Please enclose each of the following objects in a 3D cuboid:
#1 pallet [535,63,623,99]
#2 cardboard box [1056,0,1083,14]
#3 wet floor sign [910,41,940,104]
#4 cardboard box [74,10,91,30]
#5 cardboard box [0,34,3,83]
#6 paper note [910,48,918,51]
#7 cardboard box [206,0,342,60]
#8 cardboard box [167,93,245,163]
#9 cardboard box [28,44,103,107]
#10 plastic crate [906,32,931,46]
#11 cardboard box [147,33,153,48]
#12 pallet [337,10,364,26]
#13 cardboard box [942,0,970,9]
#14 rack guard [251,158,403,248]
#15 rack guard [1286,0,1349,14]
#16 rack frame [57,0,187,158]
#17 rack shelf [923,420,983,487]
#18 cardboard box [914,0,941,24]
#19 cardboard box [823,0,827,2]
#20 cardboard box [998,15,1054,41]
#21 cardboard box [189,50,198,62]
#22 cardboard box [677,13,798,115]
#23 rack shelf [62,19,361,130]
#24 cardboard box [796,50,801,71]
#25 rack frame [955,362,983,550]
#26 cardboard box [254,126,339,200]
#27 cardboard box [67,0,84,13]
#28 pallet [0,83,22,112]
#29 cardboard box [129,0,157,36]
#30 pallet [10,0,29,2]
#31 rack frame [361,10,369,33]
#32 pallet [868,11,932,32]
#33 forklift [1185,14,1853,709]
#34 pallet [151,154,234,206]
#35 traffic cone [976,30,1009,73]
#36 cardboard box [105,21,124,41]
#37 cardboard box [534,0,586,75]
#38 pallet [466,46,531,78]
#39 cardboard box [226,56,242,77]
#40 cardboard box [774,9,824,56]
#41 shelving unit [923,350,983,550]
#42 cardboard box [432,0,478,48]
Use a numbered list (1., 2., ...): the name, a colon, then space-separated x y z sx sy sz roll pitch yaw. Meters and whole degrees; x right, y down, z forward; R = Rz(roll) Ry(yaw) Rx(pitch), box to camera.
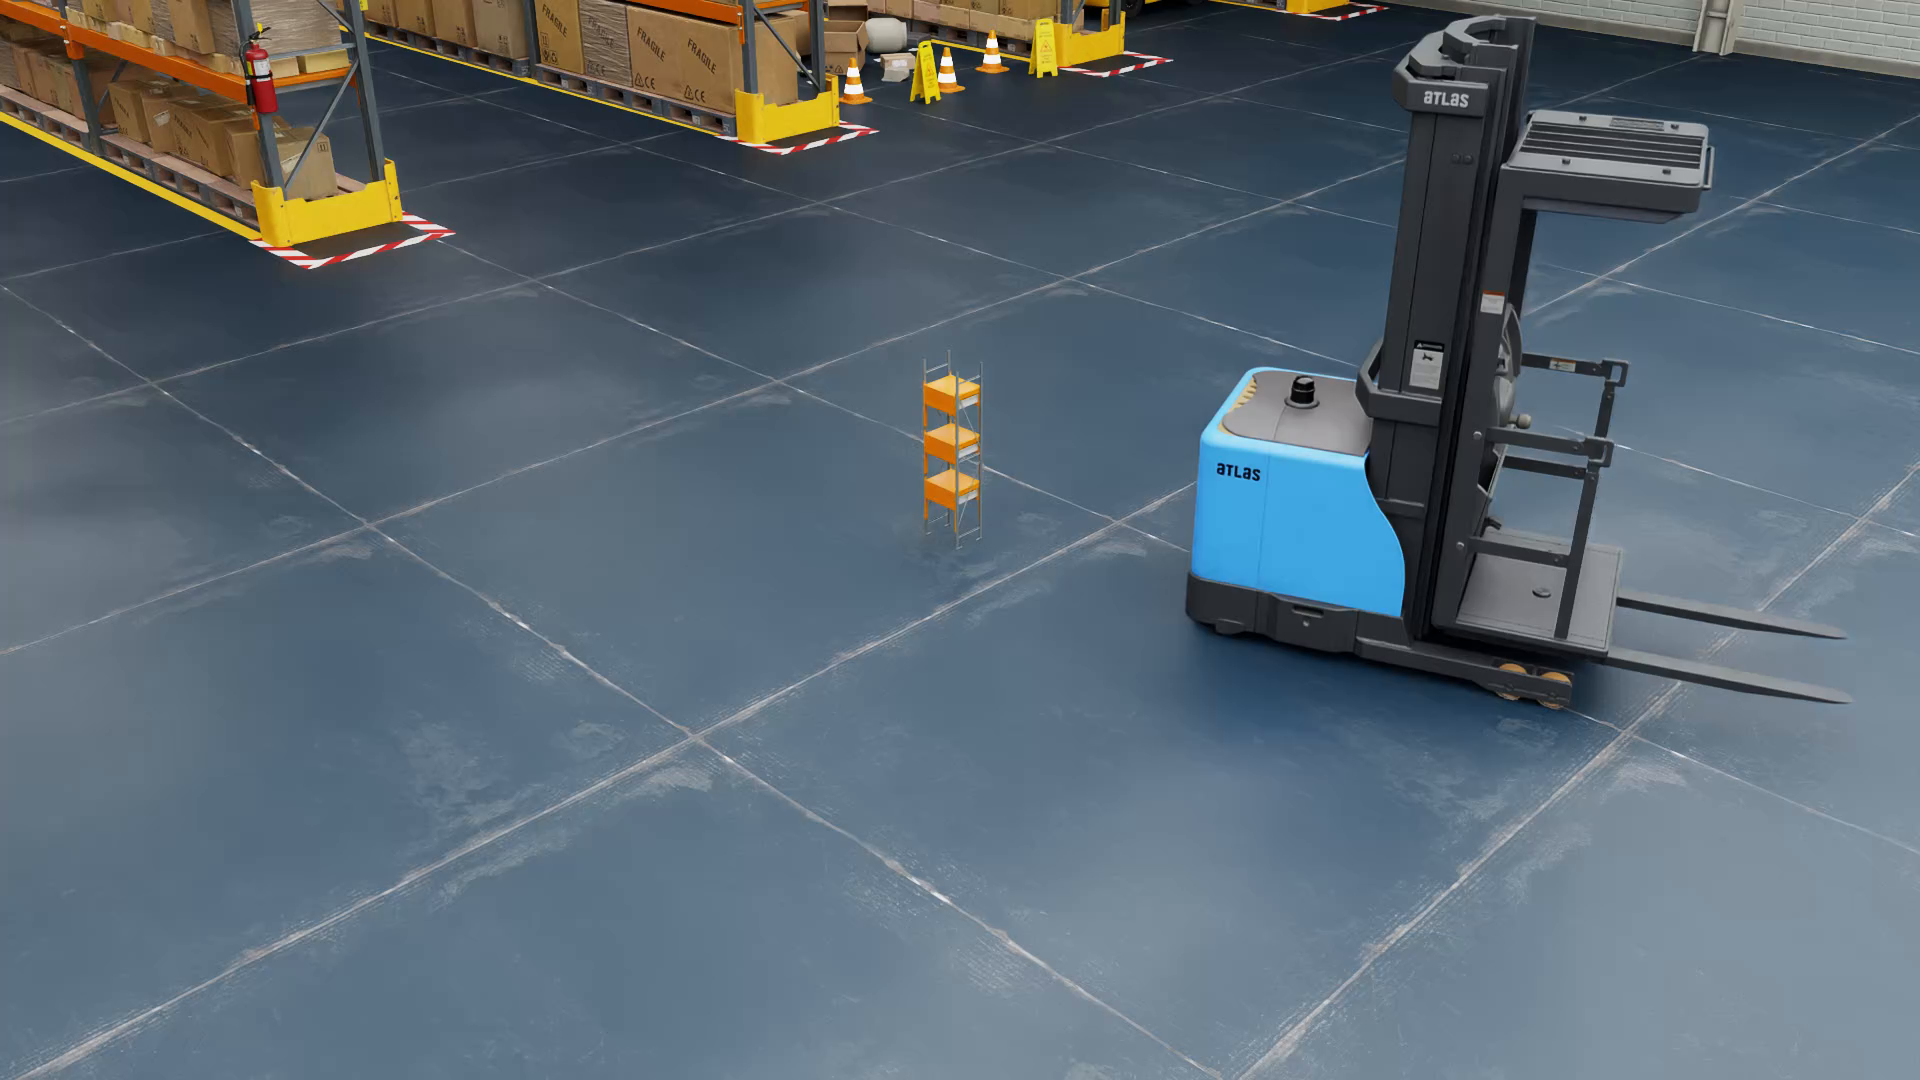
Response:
1. pallet: -4.163 -5.395 19.284 1.213 0.211 1.003 25 36 38
2. cardboard box: 1.202 -6.937 20.918 0.500 0.500 0.500 23 36 37
3. wet floor sign: -0.389 -5.204 18.454 0.232 0.644 0.267 18 33 30
4. cardboard box: -8.088 -4.923 15.660 0.250 0.149 0.380 25 36 38
5. cardboard box: -10.560 -5.472 18.647 0.500 0.500 0.700 22 35 36
6. paper note: -0.557 -6.207 21.021 0.148 0.019 0.142 12 30 22
7. cardboard box: -5.720 -4.350 13.872 0.500 0.500 0.875 25 36 38
8. cardboard box: -7.031 -3.865 15.613 0.500 0.500 0.500 21 34 34
9. cardboard box: -9.348 -4.931 17.617 0.500 0.500 0.700 21 34 34
10. plastic crate: -0.707 -6.503 21.531 0.583 0.080 0.402 12 30 22
11. cardboard box: -6.968 -4.458 14.775 0.250 0.149 0.380 25 36 38
12. pallet: -8.059 -7.230 22.773 1.213 0.211 1.003 25 36 38
13. cardboard box: 0.117 -7.086 21.200 0.500 0.500 0.500 24 36 37
14. rack guard: -5.402 -2.904 14.235 0.348 0.500 1.175 25 36 38
15. rack guard: 5.095 -7.808 23.563 0.348 0.500 1.175 25 36 38
16. rack frame: -8.200 -5.290 16.088 0.127 3.000 1.000 25 36 38
17. rack shelf: -0.038 -0.473 9.044 0.240 0.259 0.215 25 36 38
18. cardboard box: -0.252 -6.923 21.697 0.500 0.250 0.500 24 36 38
19. cardboard box: -1.628 -7.772 23.181 0.950 0.372 0.625 -25 37 -39
20. cardboard box: 0.818 -6.425 20.750 0.500 0.250 0.500 24 36 38
21. cardboard box: -6.404 -4.227 14.336 0.250 0.149 0.380 25 36 38
22. cardboard box: -2.328 -5.043 17.450 0.875 0.875 0.875 25 37 39
23. rack shelf: -6.773 -4.319 15.015 4.000 0.370 1.077 25 36 38
24. cardboard box: -2.133 -5.744 19.888 0.396 0.266 0.258 -18 33 -31
25. rack frame: 0.049 -0.442 8.963 0.008 1.050 0.200 25 36 38
26. cardboard box: -5.781 -3.274 14.488 0.500 0.500 0.500 -18 33 -30
27. cardboard box: -7.922 -5.299 15.678 0.500 0.500 0.875 25 36 38
28. pallet: -10.496 -5.106 18.734 1.213 0.211 1.003 25 36 38
29. cardboard box: -6.835 -4.818 14.762 0.500 0.500 0.875 25 36 38
30. pallet: -9.612 -5.878 17.413 1.213 0.211 1.003 25 36 38
31. rack frame: -7.502 -8.209 21.638 0.127 3.000 1.000 25 36 38
32. pallet: -0.748 -7.138 22.597 1.213 0.211 1.003 25 36 38
33. forklift: 2.705 -0.793 7.608 3.031 2.935 1.130 11 30 20
34. pallet: -6.822 -3.451 15.586 1.213 0.211 1.003 25 36 38
35. traffic cone: 0.389 -5.863 19.904 0.334 0.463 0.336 25 36 38
36. cardboard box: -7.556 -4.677 15.192 0.250 0.149 0.380 25 36 38
37. cardboard box: -4.251 -5.921 19.118 0.875 0.875 0.875 -25 36 -38
38. pallet: -5.253 -5.896 20.236 1.213 0.211 1.003 25 36 38
39. cardboard box: -5.873 -3.980 13.867 0.250 0.149 0.380 25 36 38
40. cardboard box: -2.100 -6.265 20.477 0.503 0.637 0.797 25 36 38
41. shelving unit: -0.038 -0.482 9.039 0.252 1.050 0.215 25 36 38
42. cardboard box: -5.841 -6.582 20.511 0.750 0.750 1.050 25 36 38
